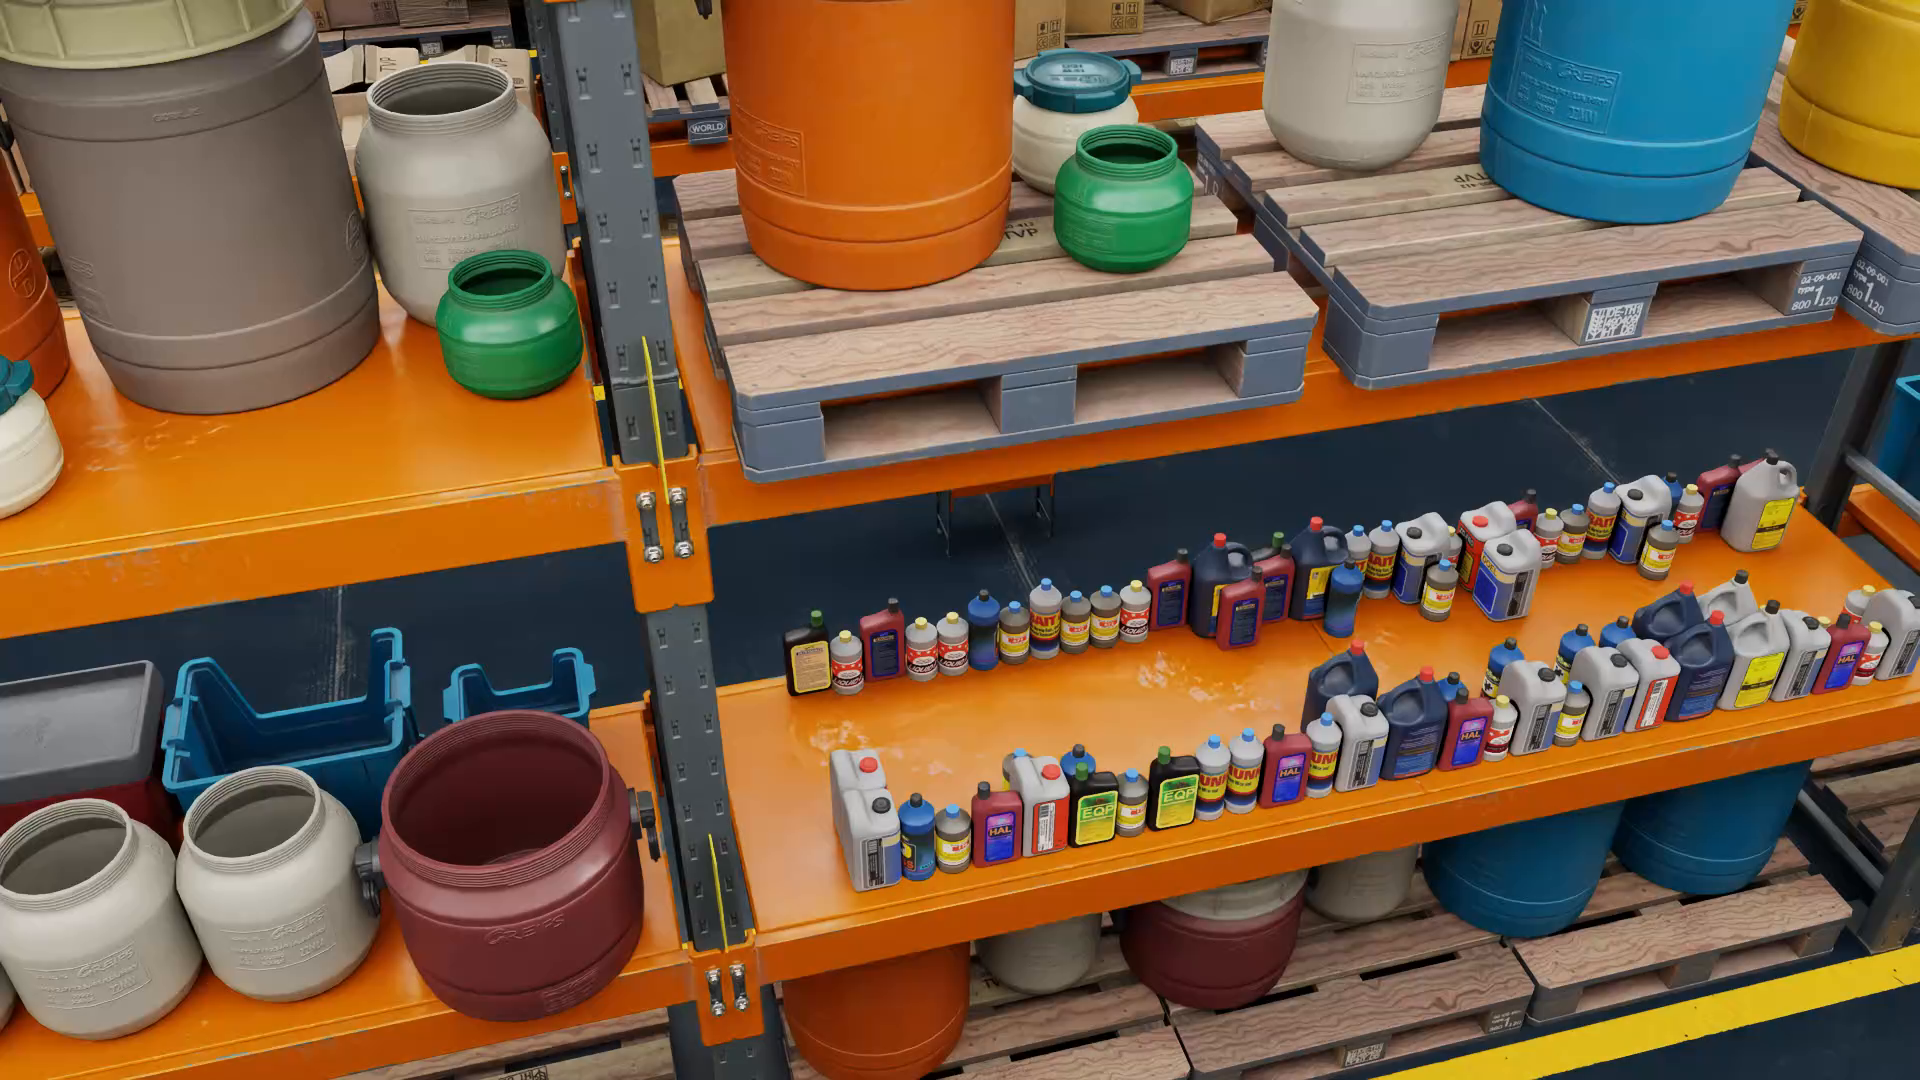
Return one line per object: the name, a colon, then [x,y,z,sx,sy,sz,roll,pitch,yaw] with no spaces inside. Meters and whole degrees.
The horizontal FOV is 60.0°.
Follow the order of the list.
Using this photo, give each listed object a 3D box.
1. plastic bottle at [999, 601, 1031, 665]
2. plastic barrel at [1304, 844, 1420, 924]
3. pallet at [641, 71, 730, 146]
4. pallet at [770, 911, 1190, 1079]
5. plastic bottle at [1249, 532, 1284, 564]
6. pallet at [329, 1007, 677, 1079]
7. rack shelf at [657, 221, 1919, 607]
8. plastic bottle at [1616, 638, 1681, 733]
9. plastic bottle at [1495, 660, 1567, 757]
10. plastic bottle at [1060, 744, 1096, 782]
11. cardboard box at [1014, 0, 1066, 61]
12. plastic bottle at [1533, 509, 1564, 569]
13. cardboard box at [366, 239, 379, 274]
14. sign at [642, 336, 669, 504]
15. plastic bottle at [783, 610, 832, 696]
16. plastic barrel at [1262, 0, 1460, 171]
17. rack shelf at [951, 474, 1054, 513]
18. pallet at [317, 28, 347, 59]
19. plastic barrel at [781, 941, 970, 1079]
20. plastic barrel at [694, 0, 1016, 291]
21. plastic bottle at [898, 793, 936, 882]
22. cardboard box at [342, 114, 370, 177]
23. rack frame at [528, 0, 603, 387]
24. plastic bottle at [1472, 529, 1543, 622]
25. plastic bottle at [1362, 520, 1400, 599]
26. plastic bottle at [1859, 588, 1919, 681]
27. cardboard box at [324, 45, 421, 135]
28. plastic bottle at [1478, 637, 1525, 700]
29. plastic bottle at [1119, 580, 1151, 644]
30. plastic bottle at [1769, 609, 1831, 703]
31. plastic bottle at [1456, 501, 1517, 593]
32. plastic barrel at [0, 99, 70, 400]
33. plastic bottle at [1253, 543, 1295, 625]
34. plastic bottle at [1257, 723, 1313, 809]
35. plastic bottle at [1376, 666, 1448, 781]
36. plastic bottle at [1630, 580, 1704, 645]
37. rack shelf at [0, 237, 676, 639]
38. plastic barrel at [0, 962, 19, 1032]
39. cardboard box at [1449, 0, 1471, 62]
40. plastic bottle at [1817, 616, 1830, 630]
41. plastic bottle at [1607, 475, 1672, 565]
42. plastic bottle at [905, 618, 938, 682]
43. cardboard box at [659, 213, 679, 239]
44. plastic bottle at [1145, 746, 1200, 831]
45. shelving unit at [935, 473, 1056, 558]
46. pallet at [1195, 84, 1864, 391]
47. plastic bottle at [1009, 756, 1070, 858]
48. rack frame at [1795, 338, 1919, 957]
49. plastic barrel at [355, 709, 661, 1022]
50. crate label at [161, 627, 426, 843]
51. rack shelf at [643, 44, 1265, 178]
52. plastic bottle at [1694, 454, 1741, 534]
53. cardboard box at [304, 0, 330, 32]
plastic bottle: [0.166,0.276,5.084,0.097,0.201,0.097,0,37,0]
plastic barrel: [1.346,1.015,5.657,0.421,0.512,0.421,0,37,0]
pallet: [-1.386,-2.377,8.546,1.003,0.211,1.213,-9,38,-12]
pallet: [0.016,1.560,5.537,1.213,0.211,1.003,-9,38,-12]
plastic bottle: [0.956,0.102,5.244,0.133,0.283,0.061,-9,38,-12]
pallet: [-1.492,1.809,5.211,1.213,0.211,1.003,-9,38,-12]
rack shelf: [1.196,-0.621,4.216,4.000,0.370,1.077,-9,38,-12]
plastic bottle: [1.991,0.407,4.851,0.135,0.276,0.152,-9,38,-12]
plastic bottle: [1.638,0.465,4.775,0.135,0.276,0.152,-9,38,-12]
plastic bottle: [0.317,0.662,4.521,0.097,0.271,0.097,0,37,0]
cardboard box: [0.150,-2.829,8.551,0.500,0.500,0.700,-19,41,-23]
plastic bottle: [1.921,-0.012,5.461,0.097,0.201,0.097,0,37,0]
cardboard box: [-2.964,-1.288,8.421,0.500,0.311,0.500,-10,39,-13]
sign: [-0.584,-0.227,3.195,0.005,0.325,0.100,-9,38,-12]
plastic bottle: [-0.455,0.334,4.941,0.133,0.283,0.061,-9,38,-12]
plastic barrel: [0.938,-1.180,3.897,0.433,0.535,0.433,0,37,0]
rack shelf: [0.160,-0.292,7.581,0.480,0.148,0.258,-9,38,-12]
pallet: [-5.248,-3.788,12.528,1.213,0.211,1.003,-9,38,-12]
plastic barrel: [-0.267,1.209,5.141,0.708,0.830,0.600,-9,38,-12]
plastic barrel: [-0.186,-1.015,3.441,0.708,0.830,0.600,-9,38,-12]
plastic bottle: [-0.113,0.771,4.379,0.097,0.271,0.097,0,37,0]
cardboard box: [-2.818,-1.900,7.972,0.250,0.149,0.380,-9,38,-12]
rack frame: [-2.022,-2.304,8.294,0.127,3.000,1.000,-9,38,-12]
plastic bottle: [1.727,0.103,5.249,0.135,0.276,0.152,-9,38,-12]
plastic bottle: [1.344,0.055,5.316,0.097,0.271,0.097,0,37,0]
plastic bottle: [2.831,0.269,5.031,0.135,0.276,0.152,-9,38,-12]
cardboard box: [-2.936,-2.241,8.284,0.500,0.311,0.500,-10,38,-12]
plastic bottle: [1.587,0.397,4.869,0.097,0.271,0.097,0,37,0]
plastic bottle: [0.542,0.214,5.165,0.097,0.201,0.097,0,37,0]
plastic bottle: [2.478,0.327,4.956,0.135,0.276,0.152,-9,38,-12]
plastic bottle: [1.687,0.014,5.365,0.135,0.276,0.152,-9,38,-12]
plastic barrel: [-2.215,-0.654,3.314,0.708,0.830,0.600,-9,38,-12]
plastic bottle: [0.971,0.138,5.197,0.133,0.283,0.061,-9,38,-12]
plastic bottle: [0.895,0.613,4.576,0.133,0.283,0.061,-9,38,-12]
plastic bottle: [1.262,0.500,4.669,0.185,0.351,0.144,-9,38,-12]
plastic bottle: [2.109,0.270,4.969,0.185,0.351,0.144,-9,38,-12]
rack shelf: [-2.665,0.013,3.388,4.000,0.370,1.077,-9,38,-12]
plastic barrel: [-2.489,0.974,3.897,0.433,0.535,0.433,0,37,0]
cardboard box: [2.403,-2.899,8.988,0.500,0.500,0.500,-8,38,-11]
plastic bottle: [2.582,0.319,5.028,0.097,0.201,0.097,0,37,0]
plastic bottle: [2.228,-0.075,5.481,0.135,0.276,0.152,-9,38,-12]
plastic bottle: [-0.116,0.322,5.024,0.097,0.201,0.097,0,37,0]
cardboard box: [-1.508,-1.391,8.795,0.500,0.500,0.500,-8,38,-10]
plastic bottle: [0.578,0.665,4.508,0.133,0.283,0.061,-9,38,-12]
shelving unit: [0.160,-0.503,7.420,0.503,1.200,0.258,-9,38,-12]
pallet: [1.302,-0.786,3.995,1.213,0.211,1.003,-9,38,-12]
plastic bottle: [0.214,0.699,4.470,0.135,0.276,0.152,-9,38,-12]
rack frame: [3.127,-0.032,5.323,0.127,3.000,1.000,-9,38,-12]
plastic barrel: [-1.103,0.799,4.125,0.708,0.536,0.600,-9,38,-12]
crate label: [-1.764,0.586,4.486,0.616,0.435,0.502,-9,38,-12]
rack shelf: [-0.091,-2.336,8.926,4.000,0.370,1.077,-9,38,-12]
plastic bottle: [2.533,-0.157,5.582,0.133,0.283,0.061,-9,38,-12]
cardboard box: [-4.999,-4.138,12.386,0.500,0.500,0.700,-10,38,-12]
